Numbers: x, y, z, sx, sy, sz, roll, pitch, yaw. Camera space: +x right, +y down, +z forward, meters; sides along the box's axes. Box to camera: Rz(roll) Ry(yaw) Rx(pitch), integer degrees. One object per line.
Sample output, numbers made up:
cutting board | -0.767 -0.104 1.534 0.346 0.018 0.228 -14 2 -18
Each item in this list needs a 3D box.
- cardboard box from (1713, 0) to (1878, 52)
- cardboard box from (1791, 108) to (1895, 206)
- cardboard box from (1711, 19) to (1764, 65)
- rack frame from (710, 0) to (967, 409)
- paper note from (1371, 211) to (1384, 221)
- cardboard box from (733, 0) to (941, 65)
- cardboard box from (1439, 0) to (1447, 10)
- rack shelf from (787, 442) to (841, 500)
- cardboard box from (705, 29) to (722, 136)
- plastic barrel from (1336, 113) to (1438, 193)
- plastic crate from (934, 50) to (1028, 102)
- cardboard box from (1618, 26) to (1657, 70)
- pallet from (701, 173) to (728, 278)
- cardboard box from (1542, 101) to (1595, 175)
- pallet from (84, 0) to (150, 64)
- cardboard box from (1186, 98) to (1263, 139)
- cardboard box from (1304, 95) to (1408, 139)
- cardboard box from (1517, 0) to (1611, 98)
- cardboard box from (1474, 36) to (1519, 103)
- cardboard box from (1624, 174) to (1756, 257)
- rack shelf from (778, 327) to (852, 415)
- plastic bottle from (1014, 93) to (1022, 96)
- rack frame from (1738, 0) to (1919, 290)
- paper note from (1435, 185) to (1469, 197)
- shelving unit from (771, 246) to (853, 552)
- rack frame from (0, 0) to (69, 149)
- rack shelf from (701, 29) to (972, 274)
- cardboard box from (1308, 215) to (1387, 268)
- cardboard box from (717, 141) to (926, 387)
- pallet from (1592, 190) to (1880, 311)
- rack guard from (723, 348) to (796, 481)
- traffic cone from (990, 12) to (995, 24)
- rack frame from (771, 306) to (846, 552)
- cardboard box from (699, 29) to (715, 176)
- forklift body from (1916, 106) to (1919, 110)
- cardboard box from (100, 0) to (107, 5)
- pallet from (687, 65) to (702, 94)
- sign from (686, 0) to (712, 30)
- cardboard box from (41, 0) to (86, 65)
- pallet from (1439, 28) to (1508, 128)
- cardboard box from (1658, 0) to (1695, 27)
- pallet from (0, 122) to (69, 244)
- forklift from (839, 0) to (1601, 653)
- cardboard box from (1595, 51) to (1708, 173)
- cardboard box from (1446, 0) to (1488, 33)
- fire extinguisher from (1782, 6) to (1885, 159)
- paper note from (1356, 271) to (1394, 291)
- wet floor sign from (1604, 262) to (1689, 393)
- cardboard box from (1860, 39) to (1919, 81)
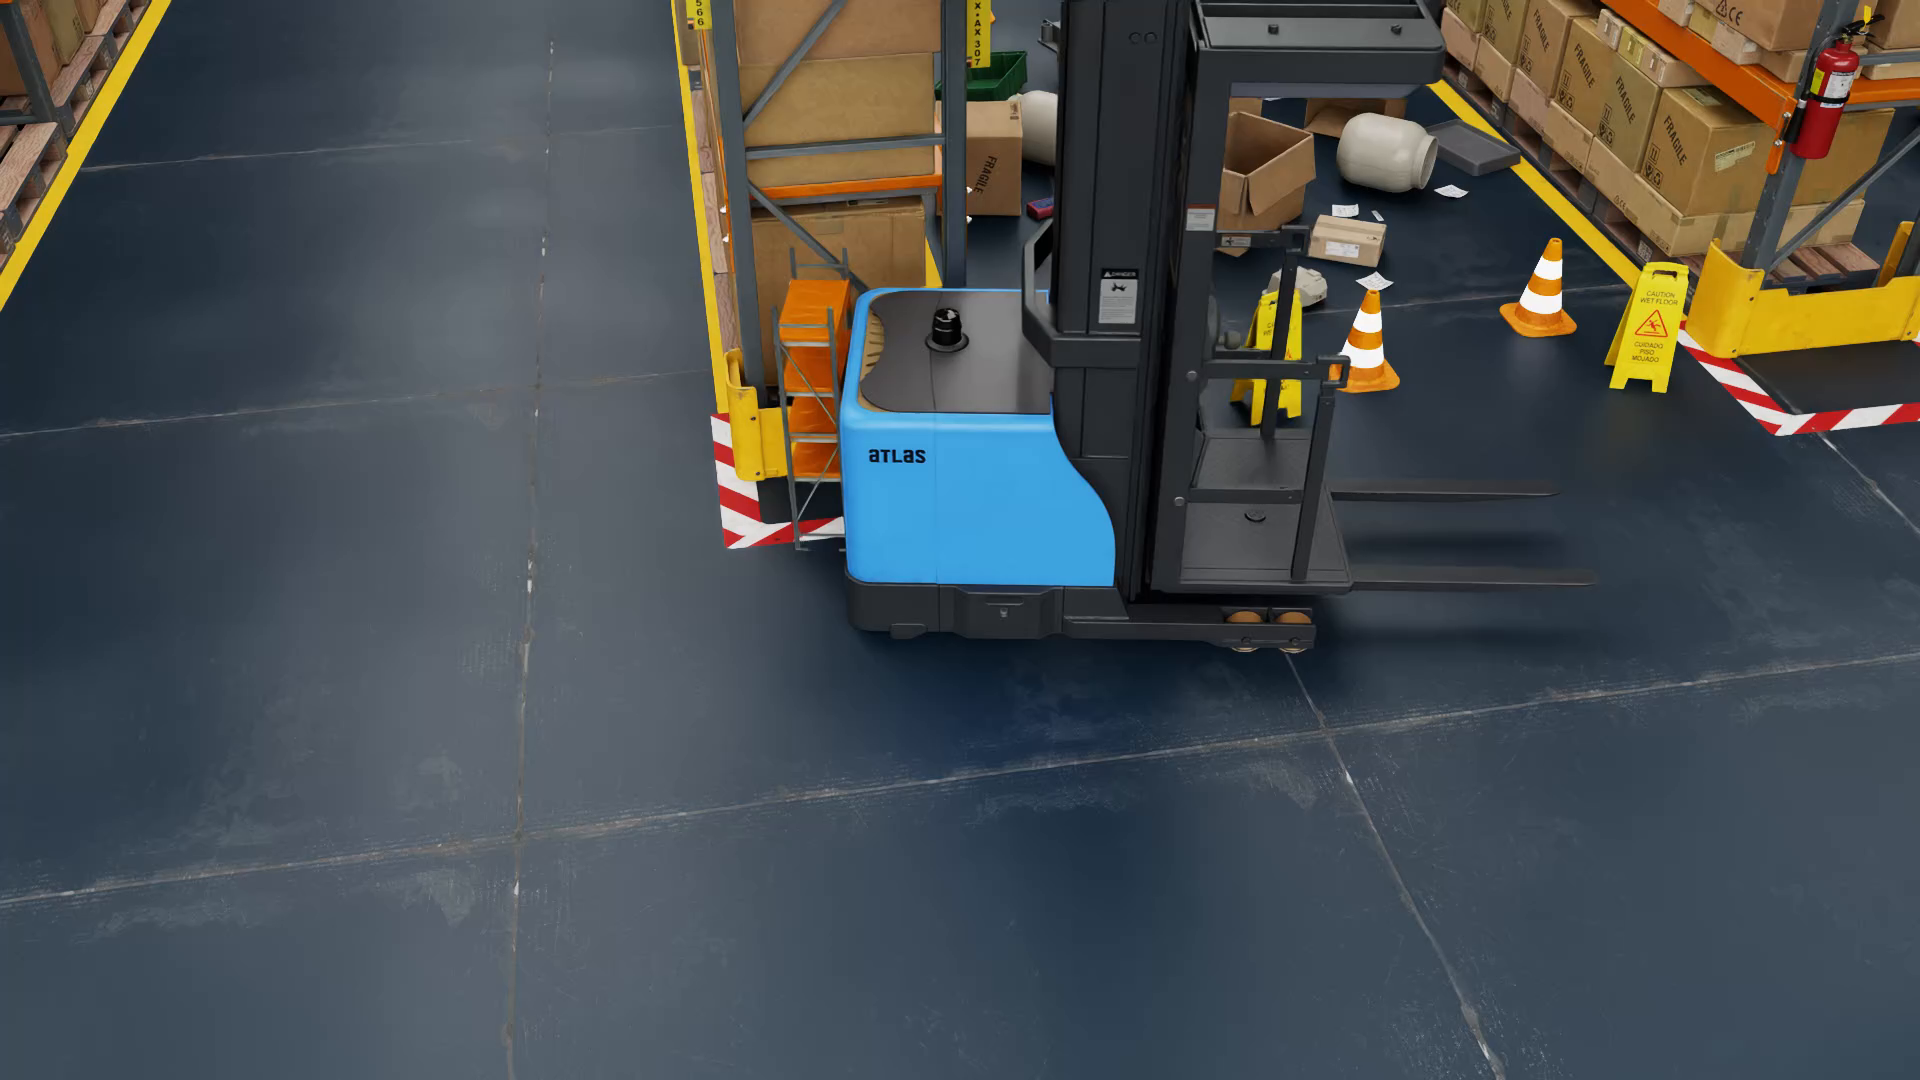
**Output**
cardboard box | 4.014 -2.676 7.925 0.500 0.500 0.500 -7 38 -9
cardboard box | 4.507 -2.128 8.832 0.500 0.500 0.500 -7 38 -9
cardboard box | 3.951 -2.465 8.183 0.380 0.149 0.250 -7 38 -8
rack frame | -0.475 -1.627 6.899 1.000 3.000 0.127 -6 38 -8
paper note | 2.429 -1.886 9.670 0.032 0.001 0.123 -6 38 -8
cardboard box | -0.502 -2.341 6.816 0.875 0.550 0.550 -6 38 -8
cardboard box | 3.585 -4.081 11.858 0.950 0.372 0.625 -6 38 -7
rack shelf | -0.581 -0.369 7.176 0.258 0.148 0.480 1 38 4
cardboard box | -0.703 -2.235 7.560 0.875 0.550 0.550 -6 38 -8
plastic barrel | 2.528 -2.288 9.850 0.512 0.421 0.421 19 42 23
plastic crate | 0.144 -2.991 10.901 0.450 0.188 0.662 4 37 22
cardboard box | 3.812 -2.675 9.008 0.380 0.149 0.250 -6 38 -7
pallet | -0.903 -1.736 9.312 1.003 0.211 1.213 -6 38 -8
cardboard box | 3.794 -2.389 9.779 0.500 0.250 0.500 -8 38 -10
pallet | -6.432 -3.678 11.812 1.003 0.211 1.213 -6 38 -8
cardboard box | 1.408 -2.641 10.129 0.797 0.637 0.503 -6 38 -8
cardboard box | 2.528 -2.857 10.518 0.500 0.500 0.500 19 42 23
cardboard box | 3.712 -2.992 9.944 0.500 0.500 0.500 -4 38 -6
cardboard box | 3.622 -3.010 10.578 0.500 0.250 0.500 -4 38 -5
cardboard box | 3.970 -1.774 8.988 0.500 0.250 0.500 -6 38 -8
rack shelf | -0.590 -0.703 6.917 0.258 0.148 0.480 1 38 4
plastic bottle | 0.358 -2.878 10.905 0.133 0.061 0.283 -27 45 -31
rack frame | 4.381 -2.221 7.663 1.000 3.000 0.127 -6 38 -8
paper note | 2.928 -2.080 9.902 0.142 0.019 0.148 -20 42 -23
shelving unit | -0.587 -0.579 7.013 0.258 1.200 0.503 1 38 4
rack frame | -6.077 -3.571 9.401 1.000 3.000 0.127 -6 38 -8
rack shelf | -0.826 -2.551 8.675 1.077 0.370 4.000 -6 38 -8
cardboard box | 2.162 -1.669 9.277 0.380 0.149 0.250 13 40 16
cardboard box | -0.659 -1.356 7.941 0.875 0.875 0.875 -6 38 -8
pallet | 4.260 -1.660 9.214 1.003 0.211 1.213 -6 38 -8
rack guard | -0.471 -0.626 7.648 1.175 0.500 0.348 -6 38 -8
traffic cone | 0.075 -4.014 12.039 0.336 0.463 0.334 -6 38 -8
rack frame | -0.602 -0.430 6.821 0.240 1.200 0.015 1 38 4
cardboard box | -0.973 -2.438 9.333 0.875 0.875 0.875 -6 38 -8
forklift body | 7.138 -3.371 9.836 2.313 2.155 1.214 -6 38 -8
cardboard box | -6.425 -4.095 11.756 0.700 0.500 0.500 -3 38 -4
pallet | -1.386 -3.400 11.454 1.003 0.211 1.213 -6 38 -8
sign | -1.012 -2.128 6.407 0.100 0.325 0.005 -6 38 -8
cardboard box | -6.229 -3.421 10.887 0.700 0.500 0.500 -6 38 -8
pallet | 3.832 -3.134 11.111 1.003 0.211 1.213 -6 38 -8
cardboard box | 3.852 -2.775 8.581 0.380 0.149 0.250 -6 38 -7
pallet | -5.925 -2.068 9.739 1.003 0.211 1.213 -6 38 -8
forklift | 1.064 -1.037 6.196 3.031 2.935 1.130 1 38 1
cardboard box | 3.889 -2.367 9.140 0.500 0.500 0.500 -5 38 -6
cardboard box | 3.517 -3.627 10.762 0.500 0.500 0.500 -5 38 -6
fire extinguisher | 3.947 -2.071 7.534 0.296 0.674 0.183 -6 38 -8
paper note | 2.255 -1.405 9.034 0.148 0.019 0.142 -20 42 -23
wet floor sign | 3.360 -1.061 8.090 0.267 0.644 0.232 6 38 8
cardboard box | 4.525 -2.349 8.033 0.380 0.149 0.250 -6 38 -8
